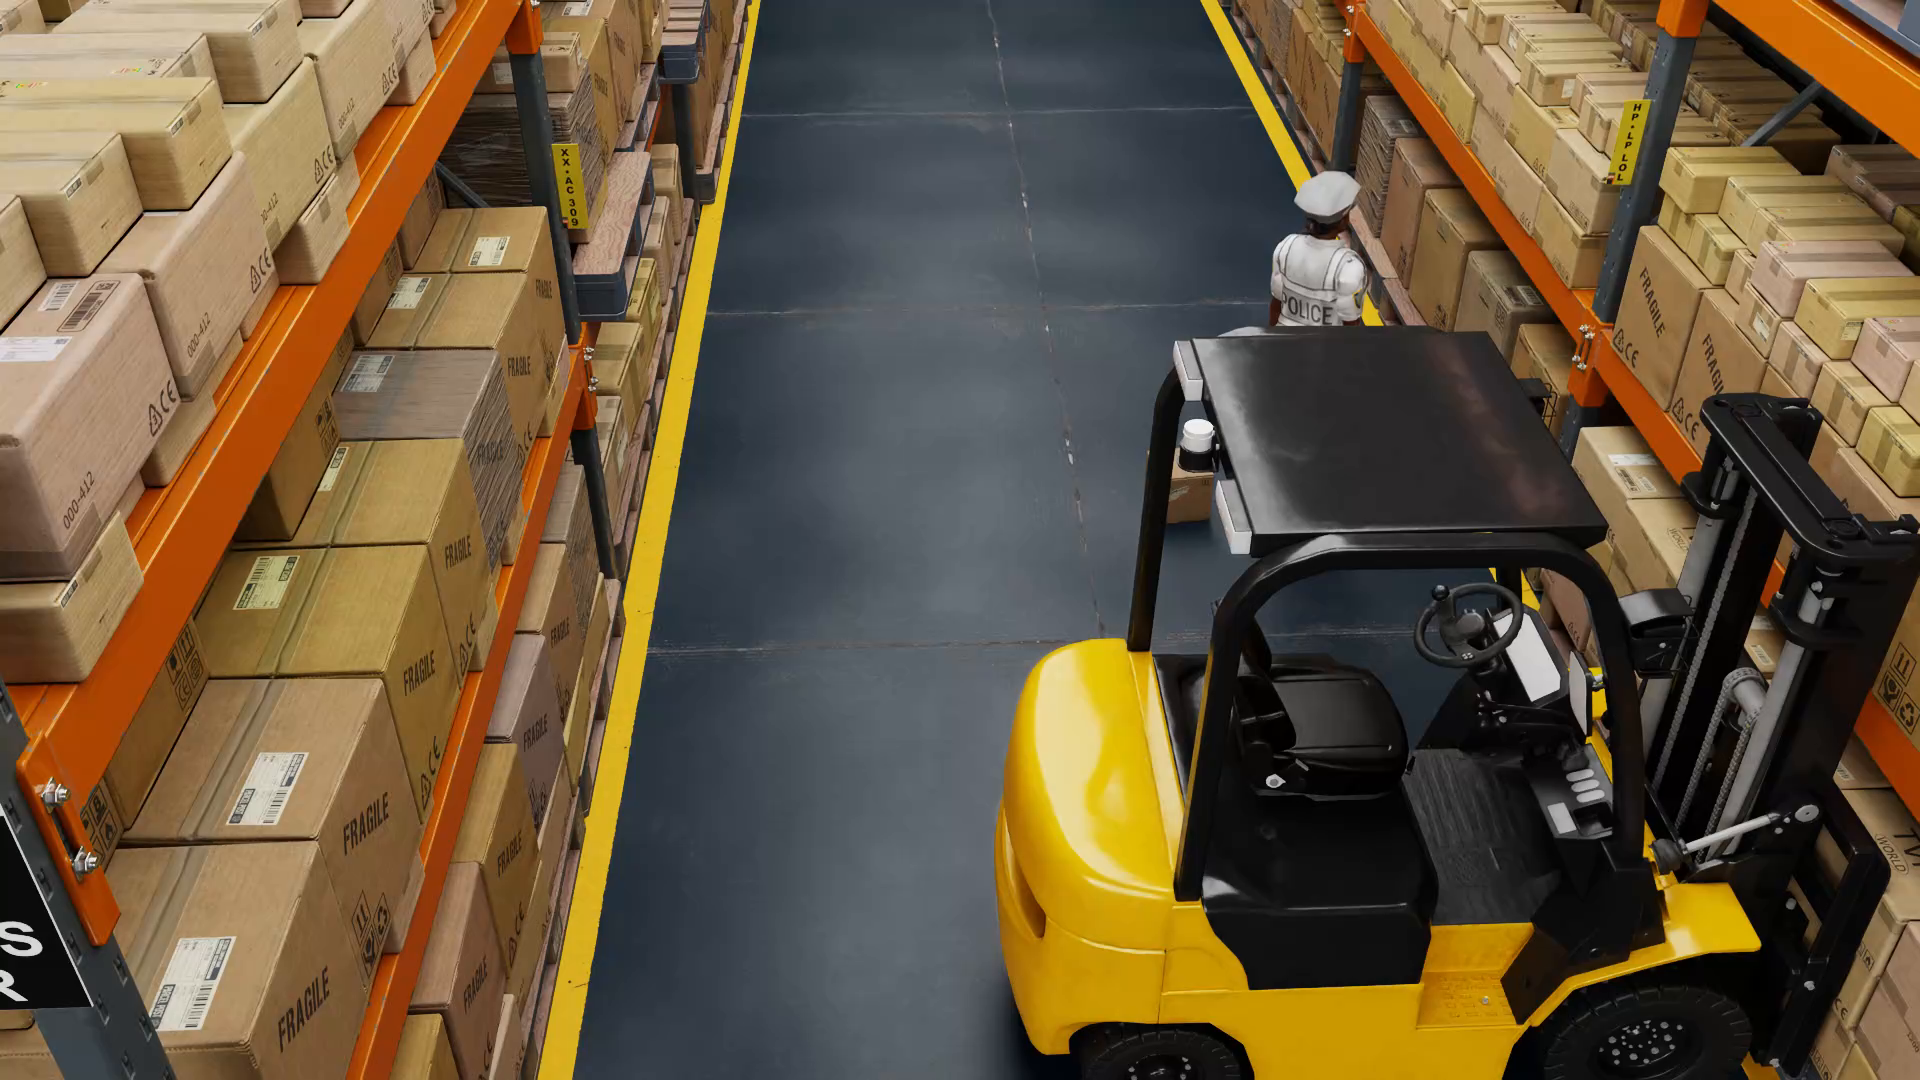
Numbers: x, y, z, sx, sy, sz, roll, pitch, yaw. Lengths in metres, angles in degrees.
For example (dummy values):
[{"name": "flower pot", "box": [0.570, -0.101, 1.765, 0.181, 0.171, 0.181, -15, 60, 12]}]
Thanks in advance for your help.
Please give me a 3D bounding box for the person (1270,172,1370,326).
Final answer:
[{"name": "person", "box": [1.543, -0.789, 7.231, 0.435, 1.693, 0.361, 27, 43, 33]}]
